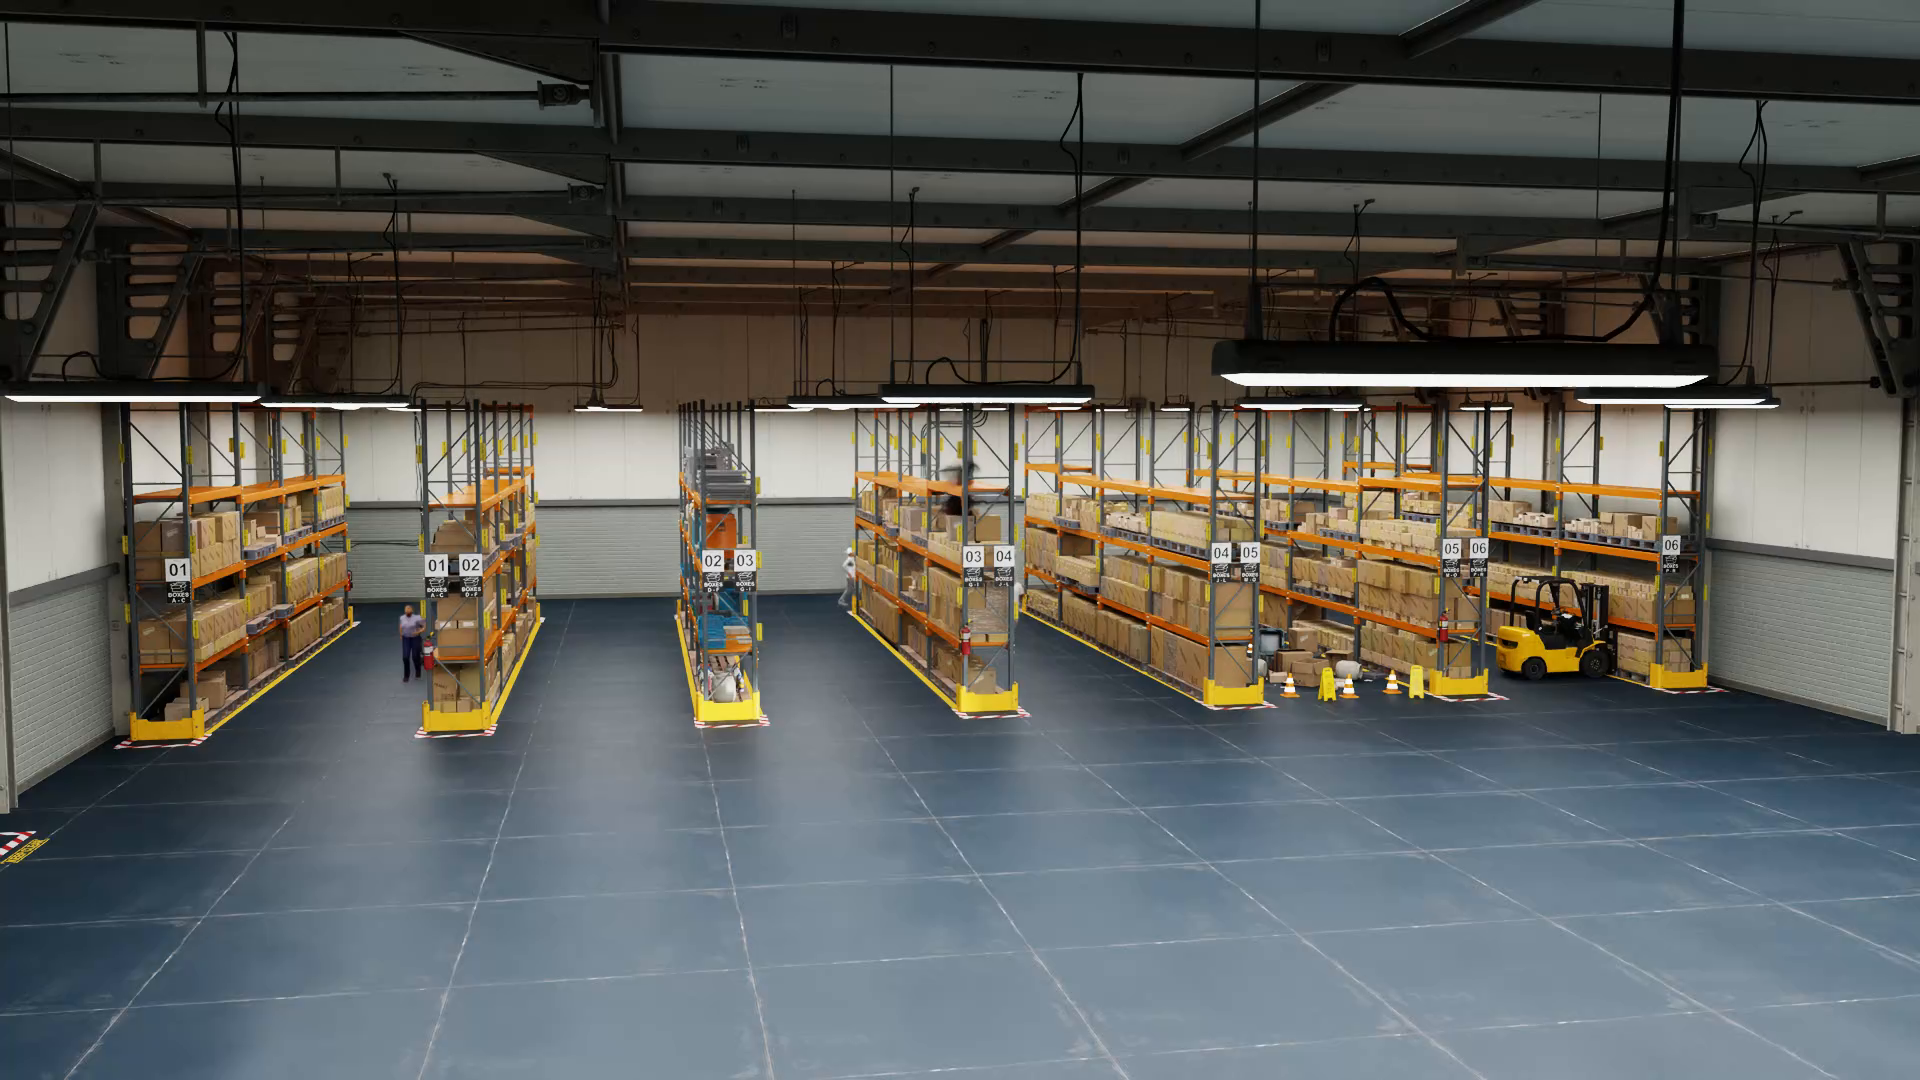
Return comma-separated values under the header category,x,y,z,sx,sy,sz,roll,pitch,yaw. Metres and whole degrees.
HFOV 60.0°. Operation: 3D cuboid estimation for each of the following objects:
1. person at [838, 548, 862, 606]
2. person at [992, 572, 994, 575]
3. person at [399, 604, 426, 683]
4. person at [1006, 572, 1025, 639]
category,x,y,z,sx,sy,sz,roll,pitch,yaw
person,-3.199,1.140,49.014,0.778,1.834,0.629,0,4,-4
person,0.532,1.181,48.335,0.739,1.726,0.964,4,6,44
person,-11.769,2.224,35.801,0.612,1.715,0.721,0,4,-4
person,1.342,1.666,42.247,0.690,1.721,0.597,-2,5,-20
